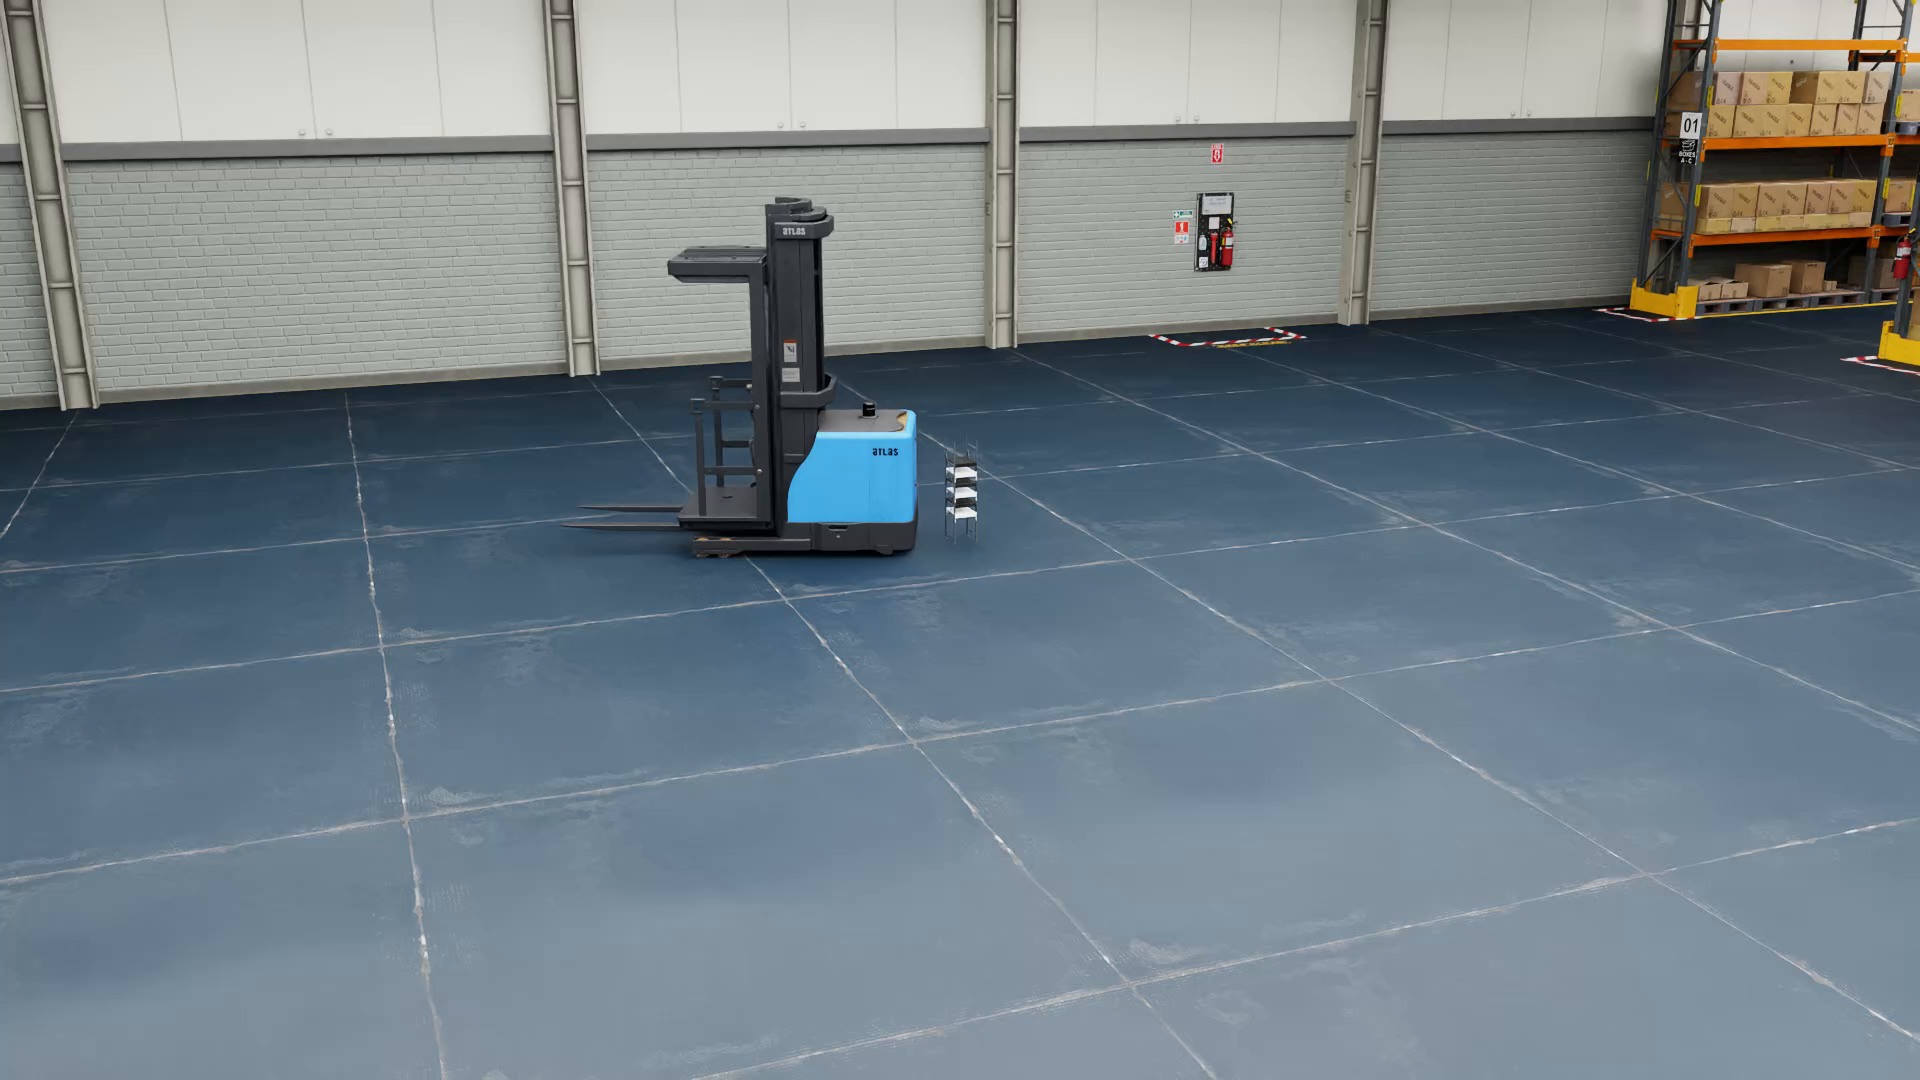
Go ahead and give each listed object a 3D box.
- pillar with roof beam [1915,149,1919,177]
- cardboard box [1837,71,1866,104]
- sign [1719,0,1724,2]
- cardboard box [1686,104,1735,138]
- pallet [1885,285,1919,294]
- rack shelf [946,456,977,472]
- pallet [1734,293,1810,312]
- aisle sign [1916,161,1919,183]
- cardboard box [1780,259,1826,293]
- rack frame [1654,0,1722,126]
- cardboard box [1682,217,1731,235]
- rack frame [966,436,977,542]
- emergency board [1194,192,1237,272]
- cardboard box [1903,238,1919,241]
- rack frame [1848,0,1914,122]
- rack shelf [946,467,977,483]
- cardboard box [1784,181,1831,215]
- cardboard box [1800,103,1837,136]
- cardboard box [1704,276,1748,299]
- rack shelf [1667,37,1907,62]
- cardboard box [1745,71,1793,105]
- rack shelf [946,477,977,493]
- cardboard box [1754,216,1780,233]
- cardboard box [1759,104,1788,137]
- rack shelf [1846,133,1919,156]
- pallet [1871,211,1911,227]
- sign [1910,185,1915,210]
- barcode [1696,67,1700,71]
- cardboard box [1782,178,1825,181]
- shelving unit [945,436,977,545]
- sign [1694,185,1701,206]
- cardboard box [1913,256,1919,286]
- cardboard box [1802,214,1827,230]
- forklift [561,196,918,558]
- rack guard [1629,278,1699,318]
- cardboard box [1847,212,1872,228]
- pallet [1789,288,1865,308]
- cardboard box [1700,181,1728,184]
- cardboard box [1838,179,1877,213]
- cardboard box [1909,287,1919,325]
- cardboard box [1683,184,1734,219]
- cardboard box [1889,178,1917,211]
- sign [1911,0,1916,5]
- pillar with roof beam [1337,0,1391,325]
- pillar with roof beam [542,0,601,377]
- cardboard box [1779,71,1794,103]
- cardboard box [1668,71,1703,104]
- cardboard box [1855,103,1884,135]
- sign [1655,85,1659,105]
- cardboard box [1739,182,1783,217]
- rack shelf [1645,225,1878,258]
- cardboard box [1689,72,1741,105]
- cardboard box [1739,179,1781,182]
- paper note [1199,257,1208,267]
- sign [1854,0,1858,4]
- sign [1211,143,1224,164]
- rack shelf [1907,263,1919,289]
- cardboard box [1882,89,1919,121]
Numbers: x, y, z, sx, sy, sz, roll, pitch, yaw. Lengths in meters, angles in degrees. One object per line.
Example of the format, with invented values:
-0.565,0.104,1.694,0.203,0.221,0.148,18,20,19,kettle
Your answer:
18.943,-7.817,25.246,0.400,9.000,9.100,-6,17,-20,pillar with roof beam
14.309,-7.367,27.052,0.500,0.500,0.500,-5,17,-17,cardboard box
11.650,-8.390,25.398,0.005,0.325,0.100,-6,17,-20,sign
11.857,-6.633,26.324,0.500,0.500,0.500,-6,17,-19,cardboard box
17.058,-4.436,29.330,1.213,0.211,1.003,-6,17,-20,pallet
0.008,-0.660,14.408,0.200,0.077,0.258,-6,17,-20,rack shelf
13.435,-4.032,27.954,1.213,0.211,1.003,-6,17,-20,pallet
13.065,-5.183,22.310,0.004,0.787,0.394,-6,17,-20,aisle sign
14.236,-4.468,28.144,0.500,0.500,0.500,-8,18,-24,cardboard box
11.455,-8.046,26.027,0.127,3.000,1.000,-6,17,-20,rack frame
12.025,-5.071,26.774,0.500,0.250,0.500,-7,18,-22,cardboard box
0.103,-0.443,14.509,0.006,0.900,0.240,-6,17,-20,rack frame
3.876,-4.622,25.014,0.643,1.169,0.194,-6,17,-20,emergency board
16.766,-5.120,29.034,0.500,0.250,0.500,-7,18,-22,cardboard box
15.191,-8.450,27.401,0.127,3.000,1.000,-6,17,-20,rack frame
0.008,-0.573,14.433,0.200,0.077,0.258,-6,17,-20,rack shelf
13.922,-5.640,27.379,0.500,0.500,0.500,-7,18,-22,cardboard box
13.827,-6.838,27.025,0.500,0.500,0.500,-7,18,-22,cardboard box
12.666,-4.192,27.542,0.500,0.311,0.500,-5,17,-15,cardboard box
13.323,-7.901,26.816,4.000,0.370,1.077,-6,17,-20,rack shelf
12.863,-7.211,26.520,0.500,0.500,0.500,-6,17,-19,cardboard box
0.008,-0.487,14.458,0.200,0.077,0.258,-6,17,-20,rack shelf
12.982,-5.177,27.135,0.500,0.250,0.500,-6,18,-21,cardboard box
12.855,-6.731,26.658,0.500,0.500,0.500,-5,17,-18,cardboard box
17.058,-6.867,28.611,4.000,0.370,1.077,-6,17,-20,rack shelf
15.956,-5.518,28.405,1.213,0.211,1.003,-6,17,-20,pallet
13.050,-4.678,22.730,0.005,0.325,0.100,-6,17,-20,sign
11.940,-7.626,26.902,0.075,0.075,0.001,-6,17,-20,barcode
14.193,-5.825,28.010,0.500,0.500,0.500,-6,17,-20,cardboard box
0.008,-0.433,14.474,0.210,0.900,0.258,-6,17,-20,shelving unit
11.650,-5.440,26.265,0.005,0.325,0.100,-6,17,-20,sign
16.337,-4.727,29.026,0.500,0.500,0.700,-7,18,-21,cardboard box
13.924,-5.278,27.480,0.500,0.250,0.500,-6,17,-20,cardboard box
-1.897,-1.406,14.183,3.031,2.935,1.130,0,16,1,forklift
11.526,-3.976,27.251,0.348,0.500,1.175,-6,17,-20,rack guard
14.857,-5.381,27.830,0.500,0.250,0.500,-6,17,-20,cardboard box
14.576,-4.156,28.377,1.213,0.211,1.003,-6,17,-20,pallet
12.293,-5.617,27.302,0.500,0.500,0.500,-6,17,-19,cardboard box
14.860,-5.740,27.719,0.500,0.500,0.500,-6,17,-20,cardboard box
13.626,-3.239,23.109,0.500,0.500,0.500,-6,17,-20,cardboard box
12.009,-5.434,26.680,0.500,0.500,0.500,-6,17,-20,cardboard box
16.202,-5.927,28.499,0.500,0.500,0.700,-4,17,-14,cardboard box
15.368,-8.791,26.765,0.005,0.325,0.100,-6,17,-20,sign
7.737,-6.607,21.126,0.400,9.000,9.100,-6,17,-20,pillar with roof beam
-3.468,-5.397,17.006,0.400,9.000,9.100,-6,17,-20,pillar with roof beam
13.211,-7.407,27.187,0.500,0.500,0.500,-6,17,-20,cardboard box
11.765,-7.257,26.674,0.500,0.500,0.500,-5,17,-18,cardboard box
14.805,-6.952,27.411,0.500,0.500,0.500,-6,17,-19,cardboard box
11.276,-7.180,26.829,0.005,0.325,0.100,-6,17,-20,sign
12.959,-5.532,27.012,0.500,0.500,0.500,-7,18,-22,cardboard box
13.323,-5.024,27.661,4.000,0.370,1.077,-6,17,-20,rack shelf
11.902,-7.119,26.207,0.500,0.500,0.500,-8,18,-24,cardboard box
13.245,-5.721,27.656,0.500,0.500,0.500,-6,17,-19,cardboard box
3.686,-4.200,25.139,0.142,0.148,0.016,-6,17,-20,paper note
14.987,-9.119,27.742,0.005,0.325,0.100,-6,17,-20,sign
3.832,-5.760,24.774,0.199,0.298,0.001,-6,17,-20,sign
15.099,-3.721,23.224,4.000,0.370,1.077,-6,17,-20,rack shelf
15.730,-7.294,27.866,0.500,0.500,0.500,-4,17,-12,cardboard box
